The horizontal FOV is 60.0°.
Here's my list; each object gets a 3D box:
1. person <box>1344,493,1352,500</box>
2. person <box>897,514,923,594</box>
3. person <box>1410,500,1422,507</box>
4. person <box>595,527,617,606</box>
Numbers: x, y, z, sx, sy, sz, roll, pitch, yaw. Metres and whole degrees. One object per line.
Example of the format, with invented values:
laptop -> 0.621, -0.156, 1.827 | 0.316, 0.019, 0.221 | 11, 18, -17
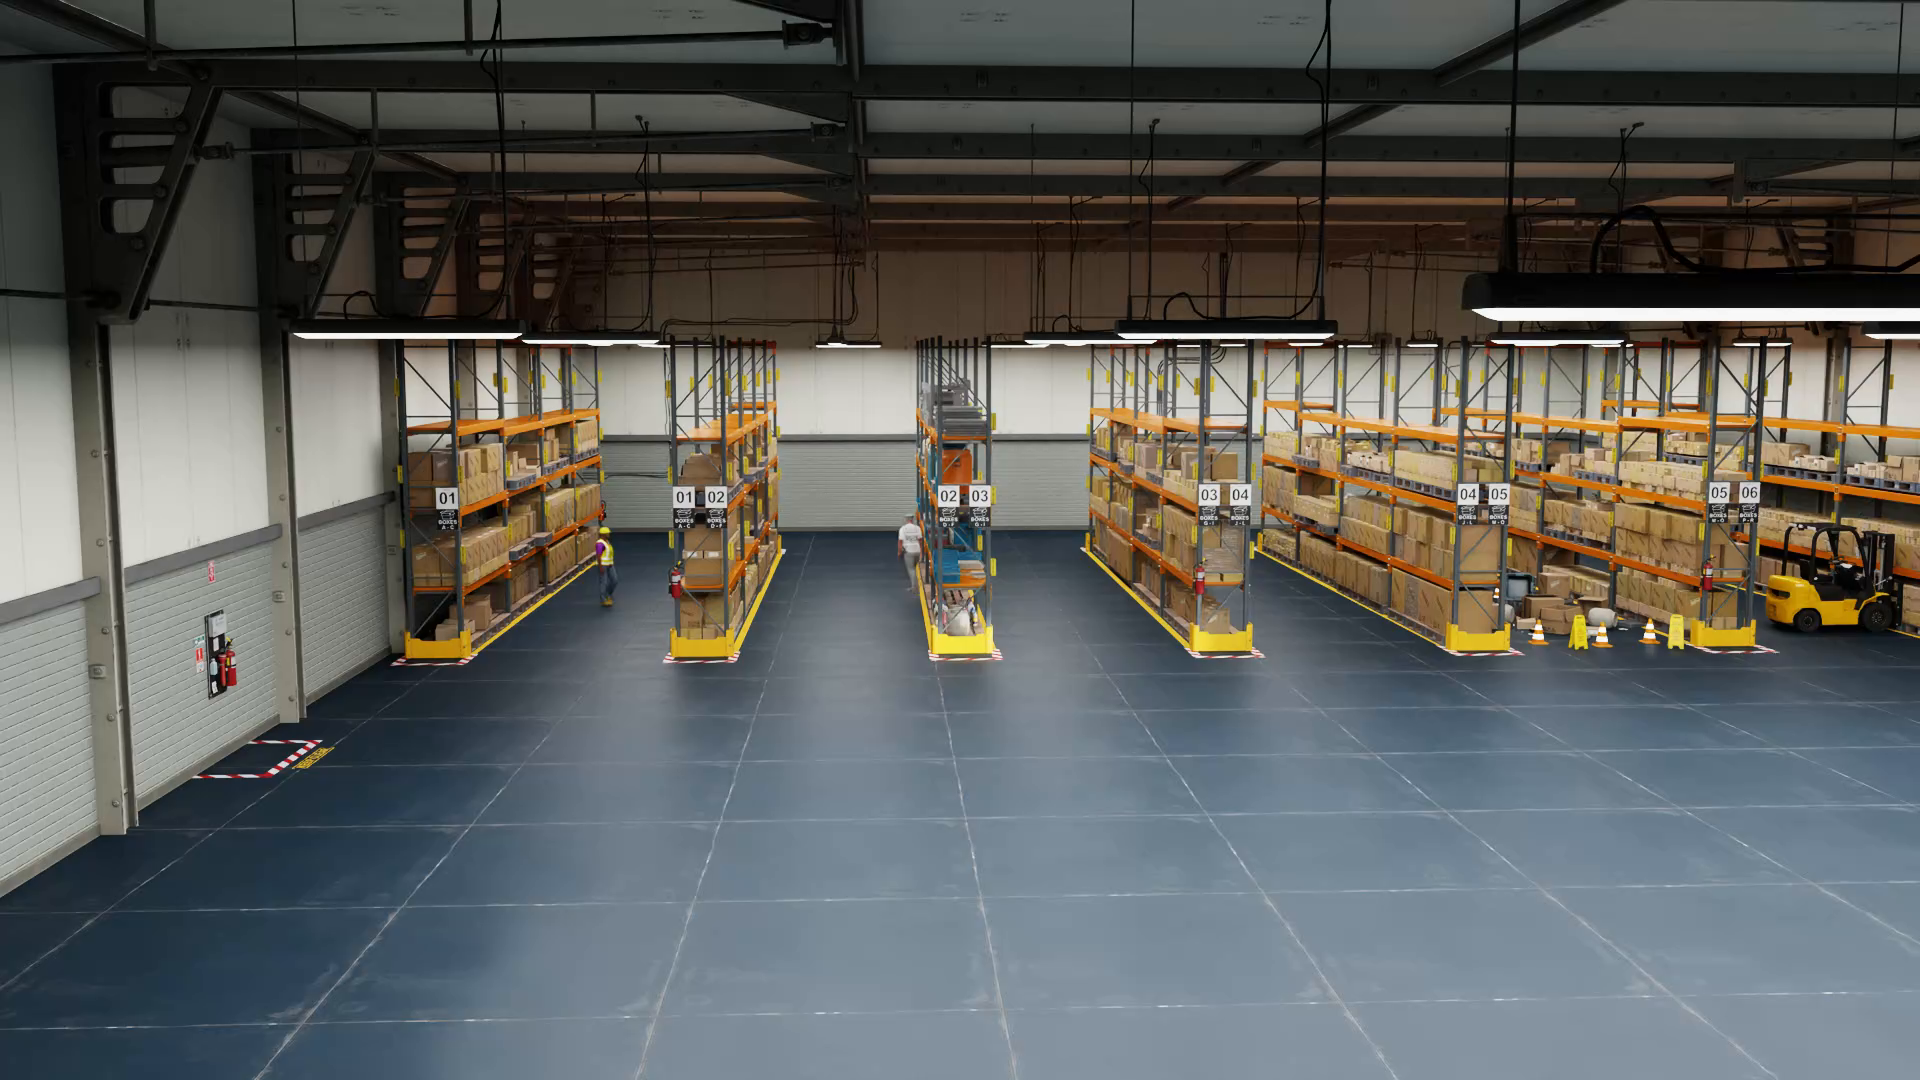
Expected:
person -> 10.768, -0.403, 46.215 | 0.405, 1.794, 0.597 | 4, 8, 31
person -> -1.122, 0.349, 37.519 | 0.510, 1.856, 0.532 | 5, 8, 38
person -> 14.089, -0.946, 51.415 | 0.629, 1.648, 0.499 | -1, 7, -11
person -> -8.007, 0.592, 37.575 | 0.433, 1.778, 0.619 | 3, 7, 26
